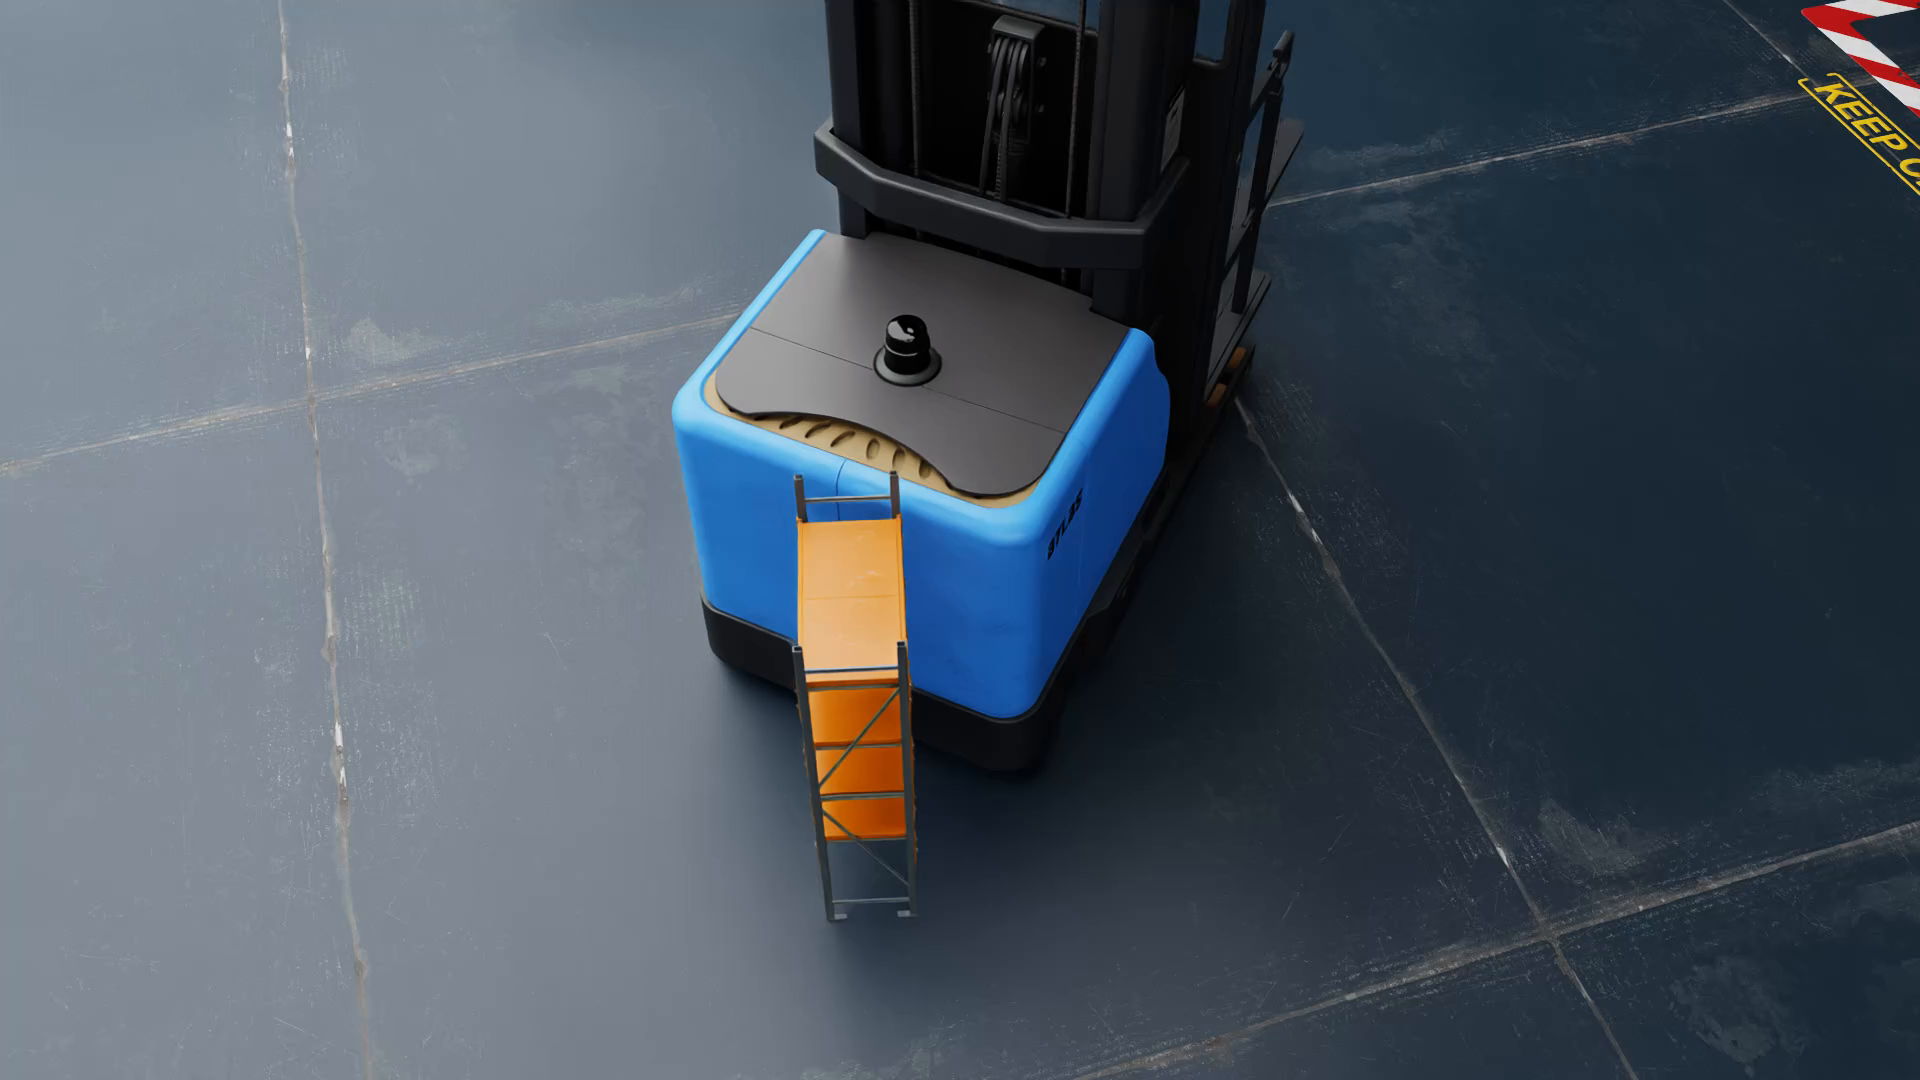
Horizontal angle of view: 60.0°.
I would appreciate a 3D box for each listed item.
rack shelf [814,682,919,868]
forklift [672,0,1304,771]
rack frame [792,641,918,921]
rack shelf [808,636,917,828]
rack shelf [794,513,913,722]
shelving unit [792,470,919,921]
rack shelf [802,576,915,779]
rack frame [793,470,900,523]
[{"bbox_3d":[-0.247,0.595,4.311,0.258,0.148,0.480,-3,50,-2],"label":"rack shelf"},{"bbox_3d":[0.348,-1.447,4.553,1.130,2.935,3.031,20,53,16],"label":"forklift"},{"bbox_3d":[-0.233,0.610,3.951,0.240,1.200,0.015,-3,50,-2],"label":"rack frame"},{"bbox_3d":[-0.247,0.467,4.159,0.258,0.148,0.480,-3,50,-2],"label":"rack shelf"},{"bbox_3d":[-0.247,0.171,3.807,0.258,0.148,0.480,-3,50,-2],"label":"rack shelf"},{"bbox_3d":[-0.247,0.424,4.108,0.258,1.200,0.503,-3,50,-2],"label":"shelving unit"},{"bbox_3d":[-0.247,0.323,3.988,0.258,0.148,0.480,-3,50,-2],"label":"rack shelf"},{"bbox_3d":[-0.261,0.238,4.265,0.240,1.200,0.015,-3,50,-2],"label":"rack frame"}]
